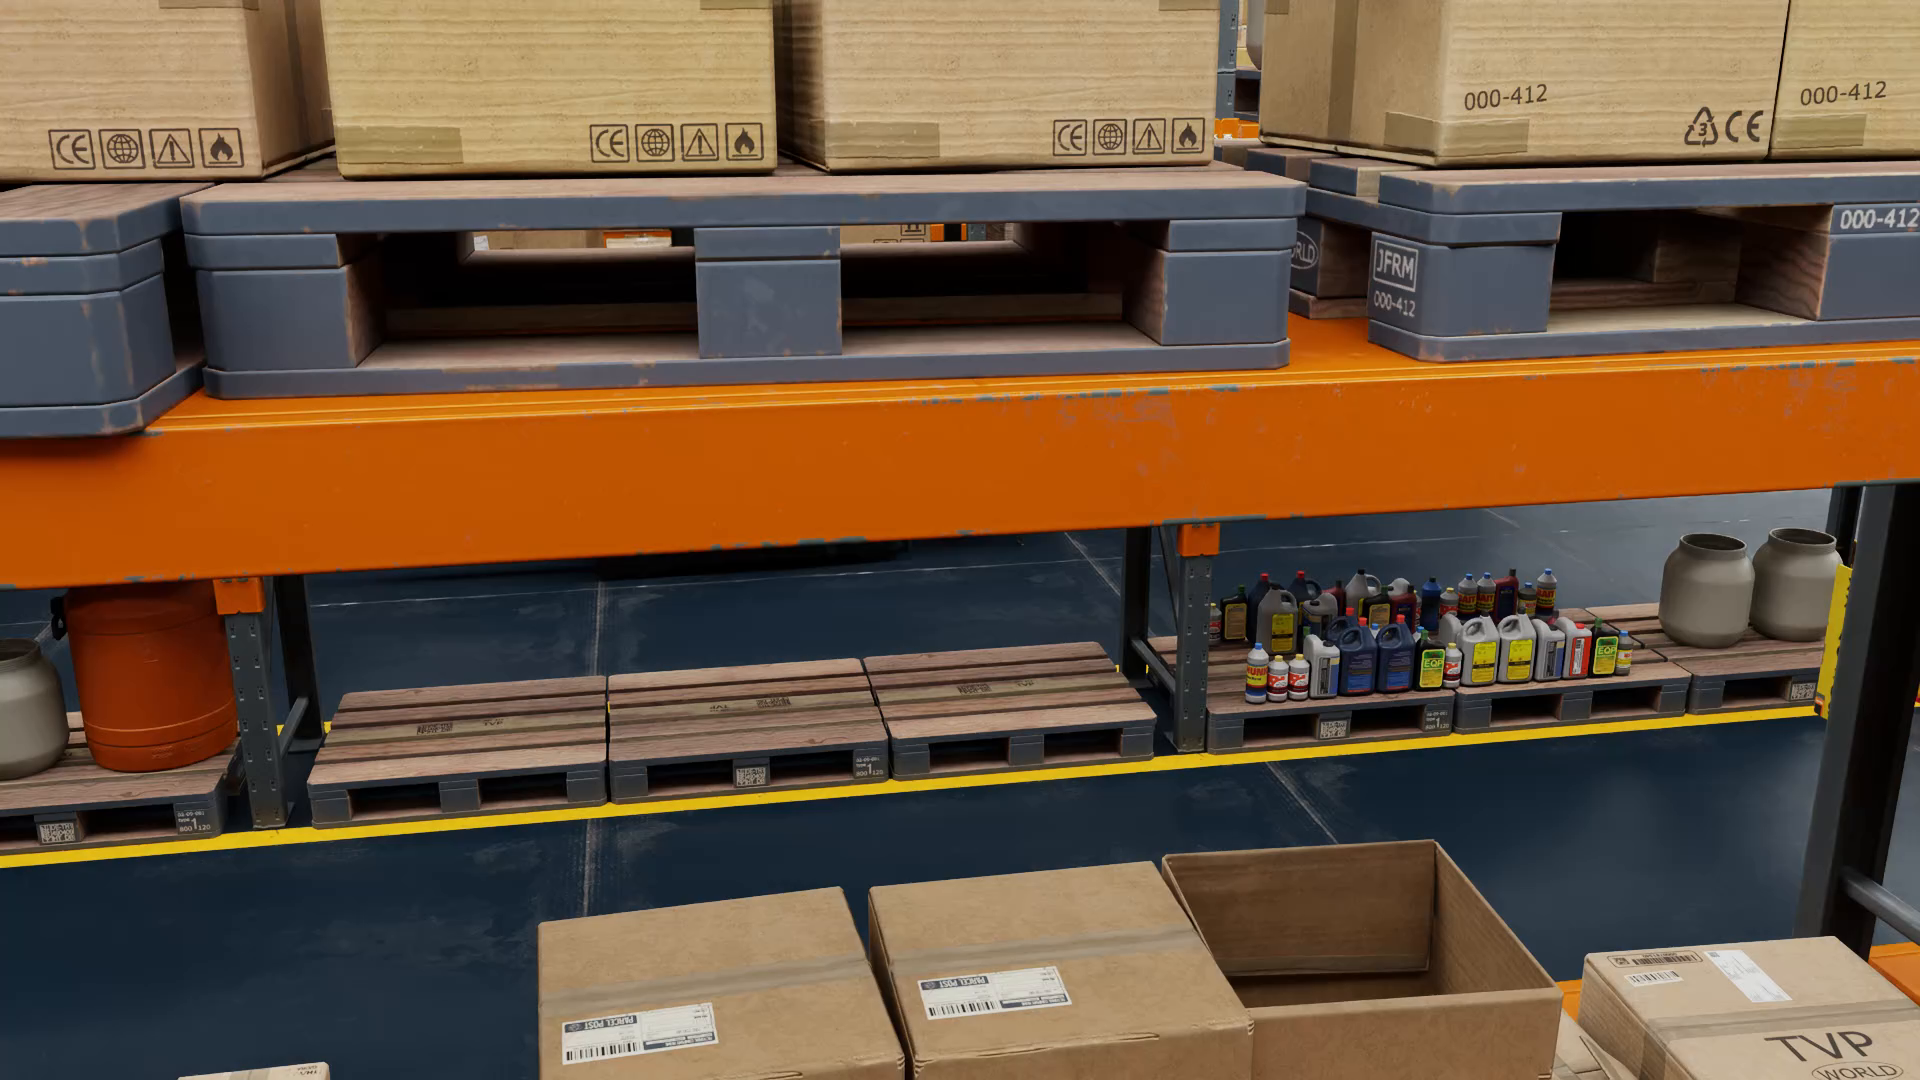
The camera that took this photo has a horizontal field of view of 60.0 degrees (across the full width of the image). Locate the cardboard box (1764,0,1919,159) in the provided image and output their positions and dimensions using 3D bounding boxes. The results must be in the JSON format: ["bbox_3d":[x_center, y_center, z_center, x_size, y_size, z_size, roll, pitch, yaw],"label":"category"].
[{"bbox_3d":[1.297,-0.702,2.419,0.500,0.250,0.500,-1,17,-5],"label":"cardboard box"}]

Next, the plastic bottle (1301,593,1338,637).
[{"bbox_3d":[1.786,0.405,8.274,0.135,0.276,0.152,-3,17,-10],"label":"plastic bottle"}]

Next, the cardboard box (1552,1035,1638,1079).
[{"bbox_3d":[1.075,0.996,2.689,0.258,0.266,0.396,-4,17,-12],"label":"cardboard box"}]

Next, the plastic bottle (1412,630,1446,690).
[{"bbox_3d":[2.194,0.557,7.767,0.133,0.283,0.061,-2,17,-8],"label":"plastic bottle"}]

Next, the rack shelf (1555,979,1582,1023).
[{"bbox_3d":[-0.060,1.285,2.744,4.000,0.370,1.077,-3,17,-10],"label":"rack shelf"}]

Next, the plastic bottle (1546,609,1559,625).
[{"bbox_3d":[2.901,0.471,8.046,0.133,0.283,0.061,-3,17,-10],"label":"plastic bottle"}]

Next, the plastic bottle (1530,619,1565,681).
[{"bbox_3d":[2.786,0.513,7.922,0.135,0.276,0.152,-4,17,-12],"label":"plastic bottle"}]

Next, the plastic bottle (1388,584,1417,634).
[{"bbox_3d":[2.232,0.365,8.392,0.133,0.283,0.061,-3,17,-10],"label":"plastic bottle"}]

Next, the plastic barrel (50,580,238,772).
[{"bbox_3d":[-3.437,0.493,7.078,0.708,0.830,0.600,-3,17,-10],"label":"plastic barrel"}]

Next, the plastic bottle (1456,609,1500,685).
[{"bbox_3d":[2.441,0.498,7.844,0.185,0.351,0.144,-3,17,-11],"label":"plastic bottle"}]

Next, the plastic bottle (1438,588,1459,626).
[{"bbox_3d":[2.523,0.348,8.588,0.097,0.201,0.097,0,17,0],"label":"plastic bottle"}]

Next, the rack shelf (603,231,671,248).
[{"bbox_3d":[-2.778,-3.006,16.716,4.000,0.370,1.077,-3,17,-10],"label":"rack shelf"}]

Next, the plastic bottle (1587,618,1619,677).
[{"bbox_3d":[3.063,0.507,7.928,0.133,0.283,0.061,-3,17,-9],"label":"plastic bottle"}]

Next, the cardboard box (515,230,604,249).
[{"bbox_3d":[-2.848,-2.153,11.829,0.500,0.500,0.700,-1,17,-2],"label":"cardboard box"}]

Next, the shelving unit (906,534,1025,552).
[{"bbox_3d":[0.007,-0.717,10.593,0.755,1.500,0.431,-3,17,-10],"label":"shelving unit"}]

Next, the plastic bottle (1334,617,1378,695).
[{"bbox_3d":[1.839,0.532,7.732,0.185,0.351,0.144,-3,17,-9],"label":"plastic bottle"}]

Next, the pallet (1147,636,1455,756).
[{"bbox_3d":[1.635,0.709,8.143,1.213,0.211,1.003,-3,17,-10],"label":"pallet"}]

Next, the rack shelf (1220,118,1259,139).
[{"bbox_3d":[2.931,-1.800,7.679,4.000,0.370,1.077,-3,17,-10],"label":"rack shelf"}]

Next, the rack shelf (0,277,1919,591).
[{"bbox_3d":[-0.060,-0.149,2.304,4.000,0.370,1.077,-3,17,-10],"label":"rack shelf"}]

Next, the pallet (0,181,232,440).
[{"bbox_3d":[-1.375,-0.355,2.070,1.003,0.211,1.213,-2,17,-8],"label":"pallet"}]

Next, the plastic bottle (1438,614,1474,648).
[{"bbox_3d":[2.389,0.492,7.989,0.135,0.276,0.152,-3,17,-10],"label":"plastic bottle"}]

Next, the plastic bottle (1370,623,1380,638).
[{"bbox_3d":[1.958,0.527,7.884,0.097,0.271,0.097,0,17,0],"label":"plastic bottle"}]

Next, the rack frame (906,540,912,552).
[{"bbox_3d":[-0.353,-0.697,10.526,0.023,1.500,0.400,-3,17,-10],"label":"rack frame"}]

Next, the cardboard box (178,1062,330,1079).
[{"bbox_3d":[-1.193,1.043,2.735,0.250,0.149,0.380,-3,17,-10],"label":"cardboard box"}]

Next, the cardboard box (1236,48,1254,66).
[{"bbox_3d":[2.043,-3.427,12.007,0.500,0.250,0.500,-4,17,-11],"label":"cardboard box"}]

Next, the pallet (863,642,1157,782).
[{"bbox_3d":[0.204,0.790,7.882,1.213,0.211,1.003,-3,17,-10],"label":"pallet"}]

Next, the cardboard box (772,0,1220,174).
[{"bbox_3d":[0.015,-0.644,2.232,0.500,0.250,0.500,-5,18,-15],"label":"cardboard box"}]

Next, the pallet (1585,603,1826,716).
[{"bbox_3d":[4.030,0.573,8.586,1.213,0.211,1.003,-3,17,-10],"label":"pallet"}]

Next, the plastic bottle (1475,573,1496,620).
[{"bbox_3d":[2.719,0.303,8.614,0.097,0.271,0.097,0,17,0],"label":"plastic bottle"}]

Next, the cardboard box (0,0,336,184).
[{"bbox_3d":[-1.078,-0.586,2.043,0.500,0.250,0.500,-3,17,-9],"label":"cardboard box"}]

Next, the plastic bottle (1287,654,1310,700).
[{"bbox_3d":[1.563,0.626,7.681,0.097,0.201,0.097,0,17,0],"label":"plastic bottle"}]

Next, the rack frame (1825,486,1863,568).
[{"bbox_3d":[4.895,-0.821,8.377,0.127,3.000,1.000,-3,17,-10],"label":"rack frame"}]

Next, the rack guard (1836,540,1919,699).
[{"bbox_3d":[4.829,0.392,8.686,0.348,0.500,1.175,-3,17,-10],"label":"rack guard"}]

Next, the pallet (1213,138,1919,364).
[{"bbox_3d":[1.040,-0.460,2.417,1.217,0.209,0.805,-4,18,-13],"label":"pallet"}]

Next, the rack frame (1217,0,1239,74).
[{"bbox_3d":[0.967,-3.466,6.770,0.127,3.000,1.000,-3,17,-10],"label":"rack frame"}]

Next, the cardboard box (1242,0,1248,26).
[{"bbox_3d":[2.446,-4.107,12.437,0.500,0.500,0.500,-3,17,-11],"label":"cardboard box"}]

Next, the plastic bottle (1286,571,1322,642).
[{"bbox_3d":[1.733,0.328,8.398,0.185,0.351,0.144,-4,18,-13],"label":"plastic bottle"}]

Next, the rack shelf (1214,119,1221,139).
[{"bbox_3d":[-0.996,-1.577,6.954,4.000,0.370,1.077,-3,17,-10],"label":"rack shelf"}]

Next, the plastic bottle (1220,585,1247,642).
[{"bbox_3d":[1.377,0.368,8.382,0.133,0.283,0.061,-2,17,-8],"label":"plastic bottle"}]

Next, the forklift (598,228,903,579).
[{"bbox_3d":[-1.927,-1.333,10.159,3.031,2.935,1.130,-3,17,-11],"label":"forklift"}]

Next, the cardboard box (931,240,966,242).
[{"bbox_3d":[-0.183,-2.662,17.272,0.875,0.875,0.875,-3,17,-10],"label":"cardboard box"}]

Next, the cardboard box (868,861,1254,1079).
[{"bbox_3d":[0.137,0.877,2.676,0.500,0.500,0.500,-3,17,-10],"label":"cardboard box"}]

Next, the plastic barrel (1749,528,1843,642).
[{"bbox_3d":[4.263,0.226,8.489,0.421,0.512,0.421,0,17,0],"label":"plastic barrel"}]

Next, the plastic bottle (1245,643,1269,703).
[{"bbox_3d":[1.363,0.604,7.633,0.097,0.271,0.097,0,17,0],"label":"plastic bottle"}]

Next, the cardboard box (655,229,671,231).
[{"bbox_3d":[-2.766,-3.318,16.336,0.500,0.500,0.500,-3,17,-11],"label":"cardboard box"}]

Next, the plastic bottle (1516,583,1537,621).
[{"bbox_3d":[2.954,0.323,8.668,0.097,0.201,0.097,0,17,0],"label":"plastic bottle"}]

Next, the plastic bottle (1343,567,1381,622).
[{"bbox_3d":[2.051,0.310,8.456,0.185,0.351,0.144,-3,17,-11],"label":"plastic bottle"}]

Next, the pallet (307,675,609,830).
[{"bbox_3d":[-2.192,0.925,7.439,1.213,0.211,1.003,-3,17,-10],"label":"pallet"}]

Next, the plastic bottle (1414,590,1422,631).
[{"bbox_3d":[2.322,0.359,8.551,0.097,0.201,0.097,0,17,0],"label":"plastic bottle"}]

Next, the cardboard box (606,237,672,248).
[{"bbox_3d":[-2.210,-1.960,11.623,0.500,0.250,0.500,-4,17,-12],"label":"cardboard box"}]

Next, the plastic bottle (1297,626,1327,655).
[{"bbox_3d":[1.655,0.542,7.816,0.133,0.283,0.061,-3,17,-10],"label":"plastic bottle"}]
